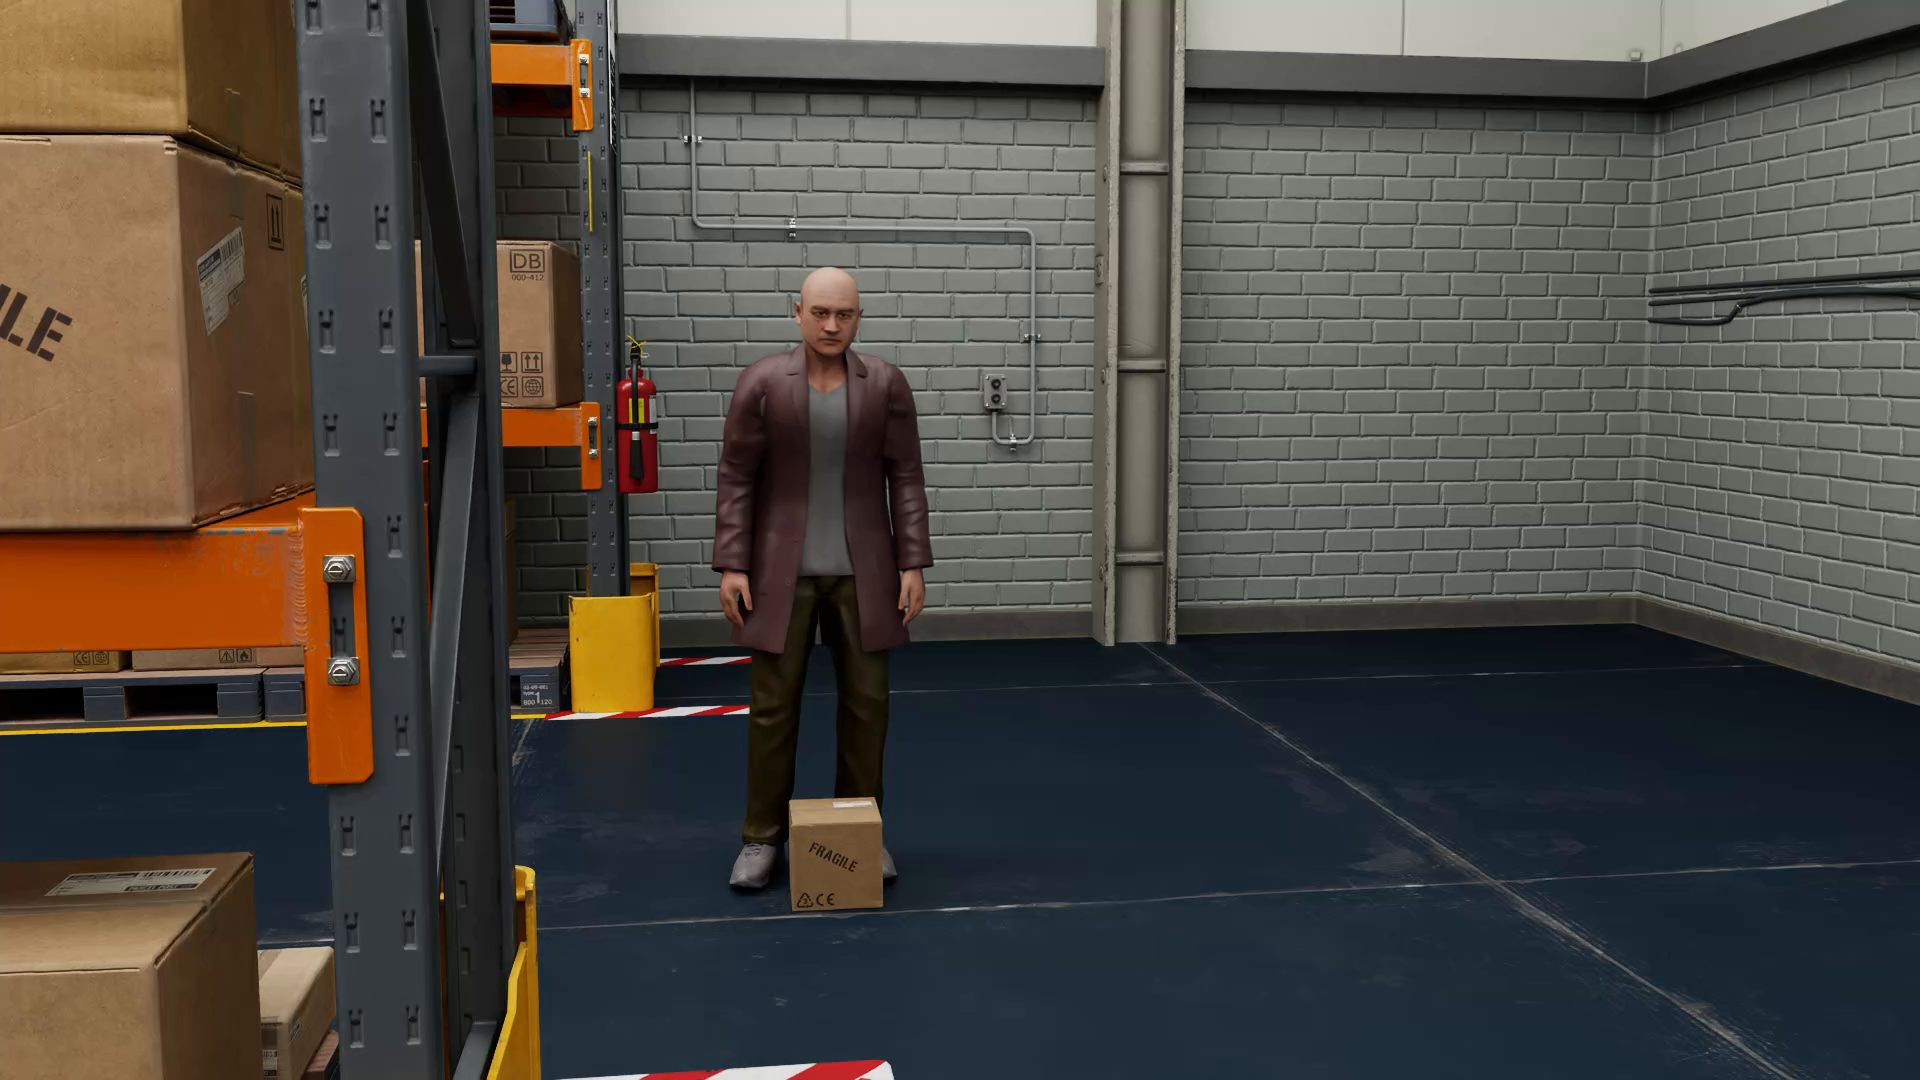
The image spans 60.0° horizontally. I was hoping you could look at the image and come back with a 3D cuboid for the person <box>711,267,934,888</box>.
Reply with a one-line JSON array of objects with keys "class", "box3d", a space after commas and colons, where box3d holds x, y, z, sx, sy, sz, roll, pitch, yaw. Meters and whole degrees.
[{"class": "person", "box3d": [-0.399, 0.102, 4.860, 0.648, 1.774, 0.418, -1, 6, -9]}]
